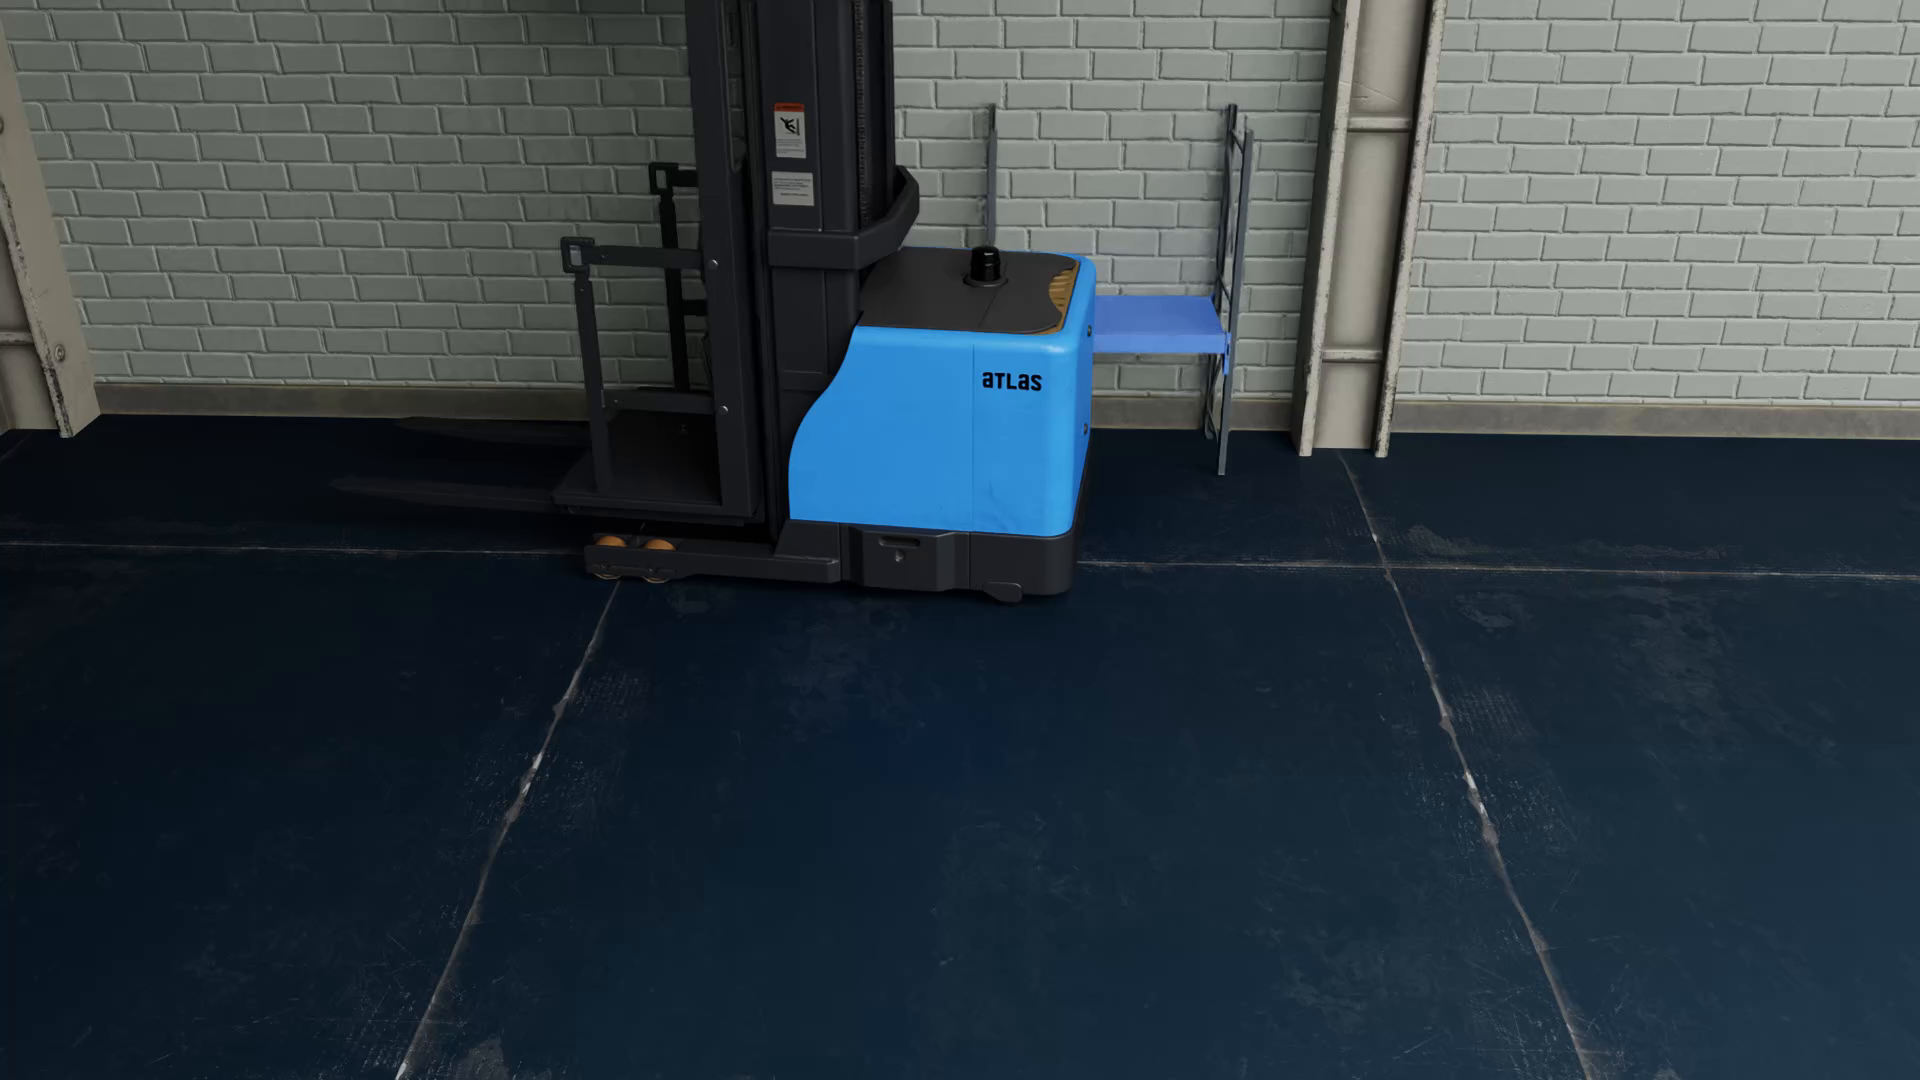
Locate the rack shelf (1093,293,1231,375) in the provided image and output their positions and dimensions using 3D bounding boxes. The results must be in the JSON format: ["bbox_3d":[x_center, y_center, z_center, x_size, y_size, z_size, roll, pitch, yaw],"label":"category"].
[{"bbox_3d":[0.637,-0.905,7.229,1.000,0.185,0.538,0,27,0],"label":"rack shelf"}]

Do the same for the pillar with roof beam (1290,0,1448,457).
[{"bbox_3d":[1.571,-2.408,1.684,0.400,9.000,9.100,1,28,2],"label":"pillar with roof beam"}]

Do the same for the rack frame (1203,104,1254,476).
[{"bbox_3d":[1.146,-1.061,7.145,0.032,1.500,0.500,0,27,0],"label":"rack frame"}]

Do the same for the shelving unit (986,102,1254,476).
[{"bbox_3d":[0.638,-1.064,7.146,1.048,1.500,0.538,0,27,0],"label":"shelving unit"}]

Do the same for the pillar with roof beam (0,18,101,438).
[{"bbox_3d":[-4.426,-2.507,1.871,0.400,9.000,9.100,1,28,2],"label":"pillar with roof beam"}]

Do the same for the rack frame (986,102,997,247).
[{"bbox_3d":[0.130,-1.068,7.148,0.032,1.500,0.500,0,27,0],"label":"rack frame"}]

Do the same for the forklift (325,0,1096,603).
[{"bbox_3d":[-1.009,-1.366,6.198,3.031,2.935,1.130,4,28,8],"label":"forklift"}]
